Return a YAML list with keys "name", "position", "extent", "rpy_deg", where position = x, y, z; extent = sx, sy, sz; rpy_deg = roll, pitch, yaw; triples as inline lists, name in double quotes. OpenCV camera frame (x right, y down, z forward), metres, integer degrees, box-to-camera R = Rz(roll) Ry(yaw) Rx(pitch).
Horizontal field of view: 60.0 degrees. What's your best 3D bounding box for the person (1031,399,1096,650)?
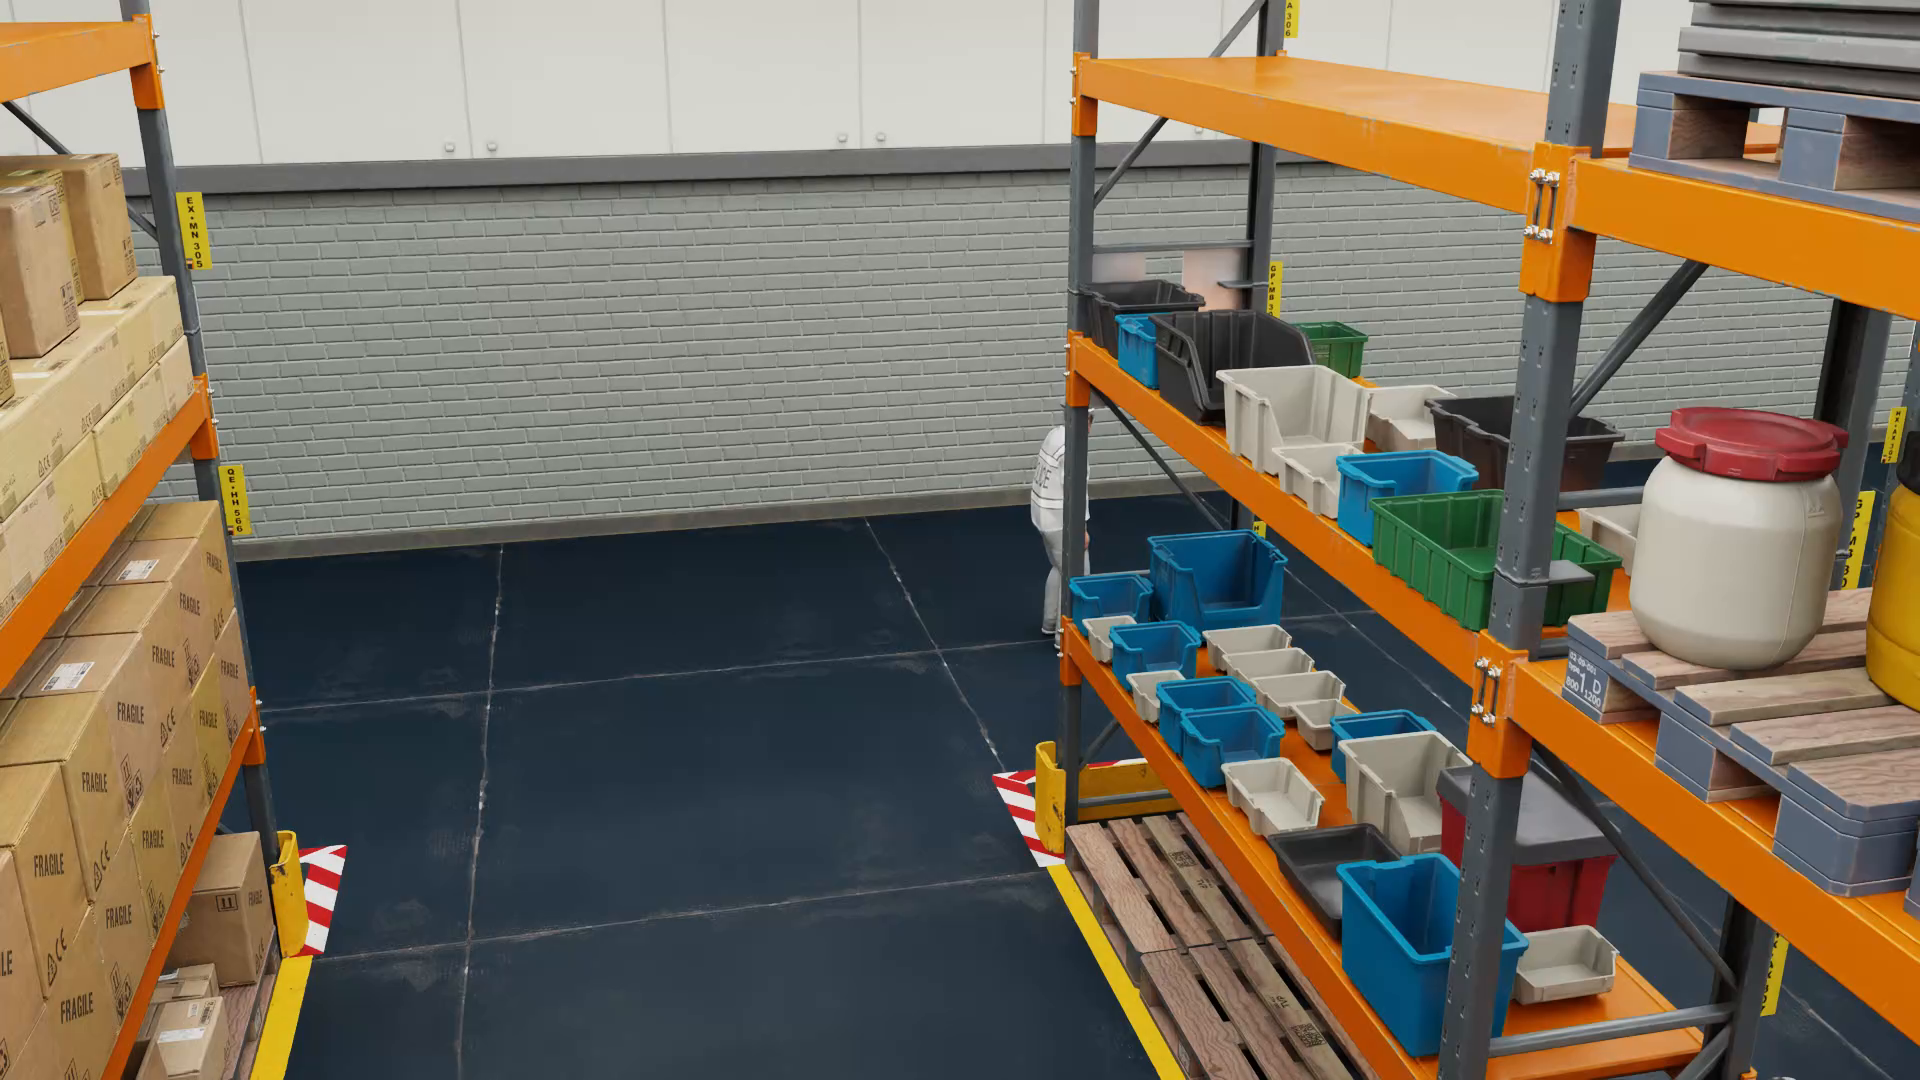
- name: "person"
  position: [0.720, -0.127, 11.417]
  extent: [0.439, 1.748, 0.586]
  rpy_deg: [-4, 20, -12]
